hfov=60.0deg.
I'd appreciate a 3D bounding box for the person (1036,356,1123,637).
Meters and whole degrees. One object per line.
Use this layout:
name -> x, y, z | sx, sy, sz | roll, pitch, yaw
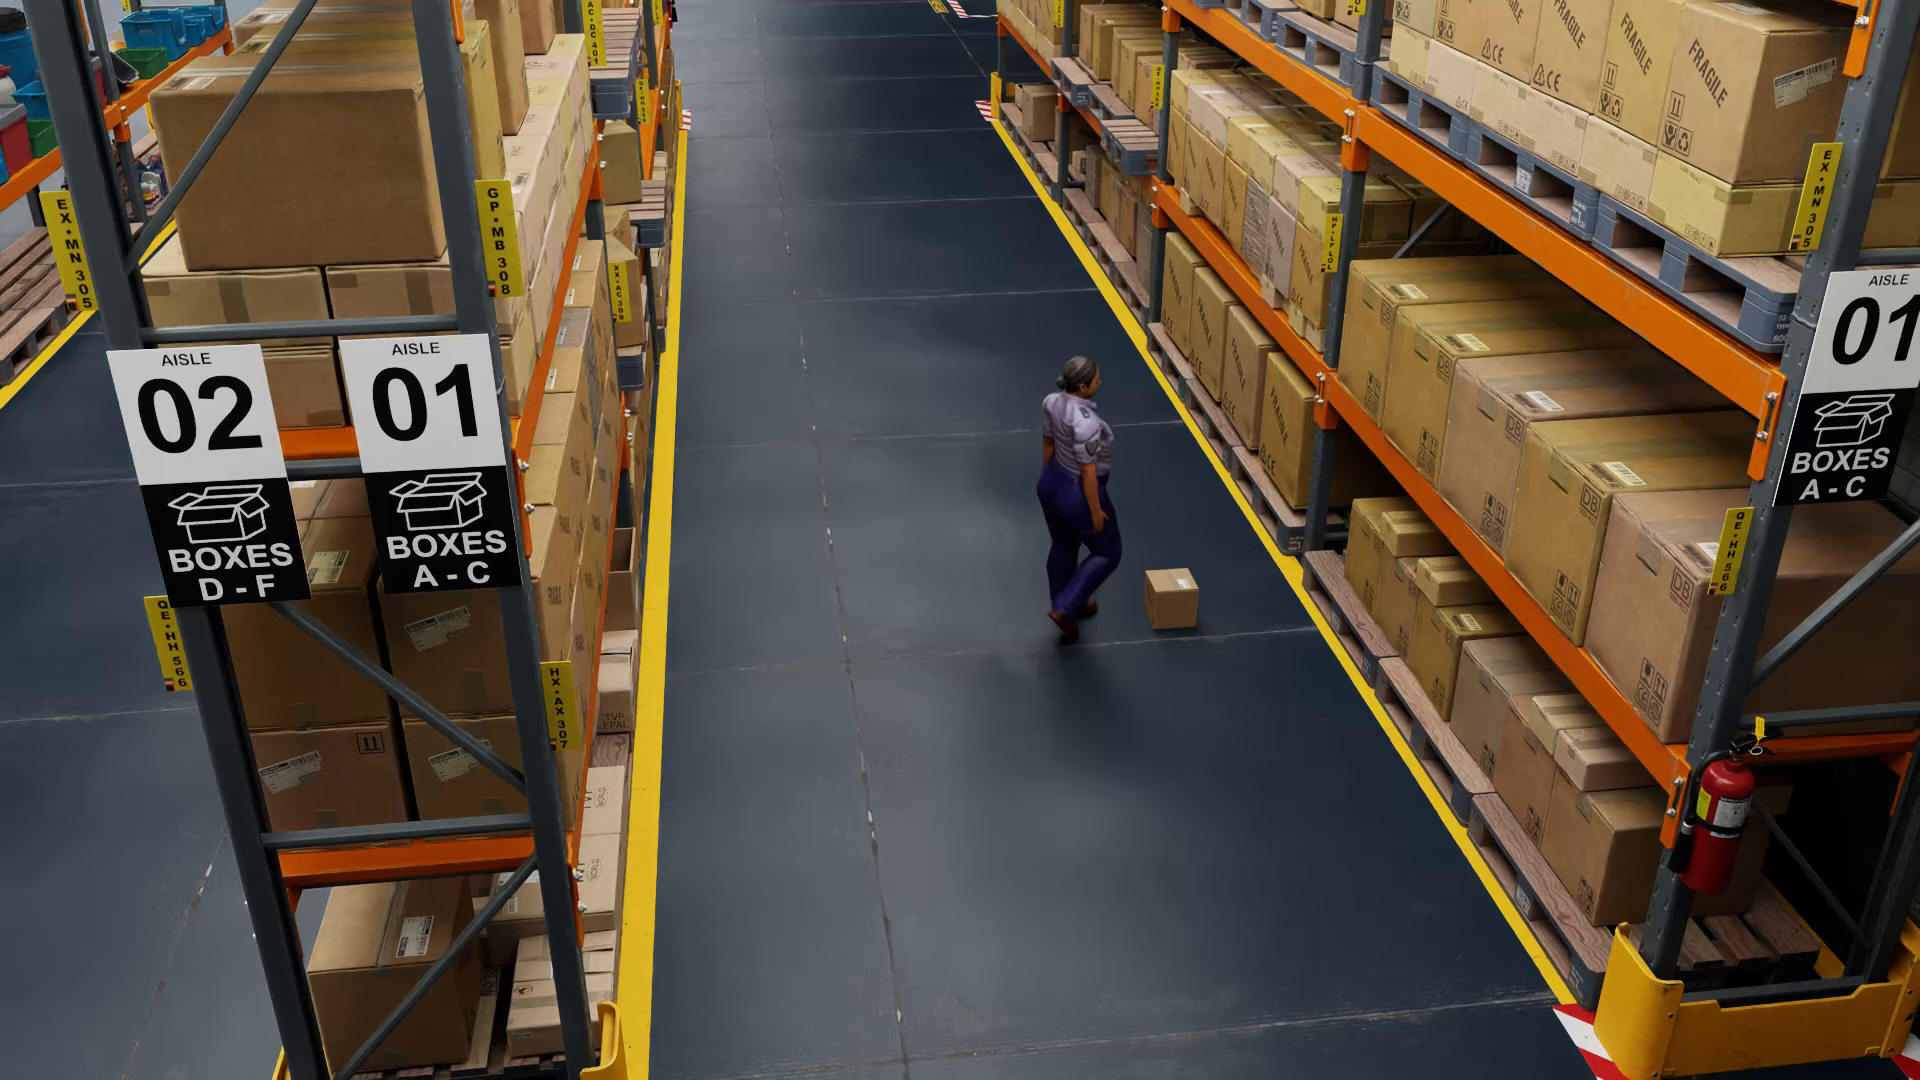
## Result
person -> 0.623, -0.241, 9.089 | 0.497, 1.629, 0.501 | -15, 31, -27
